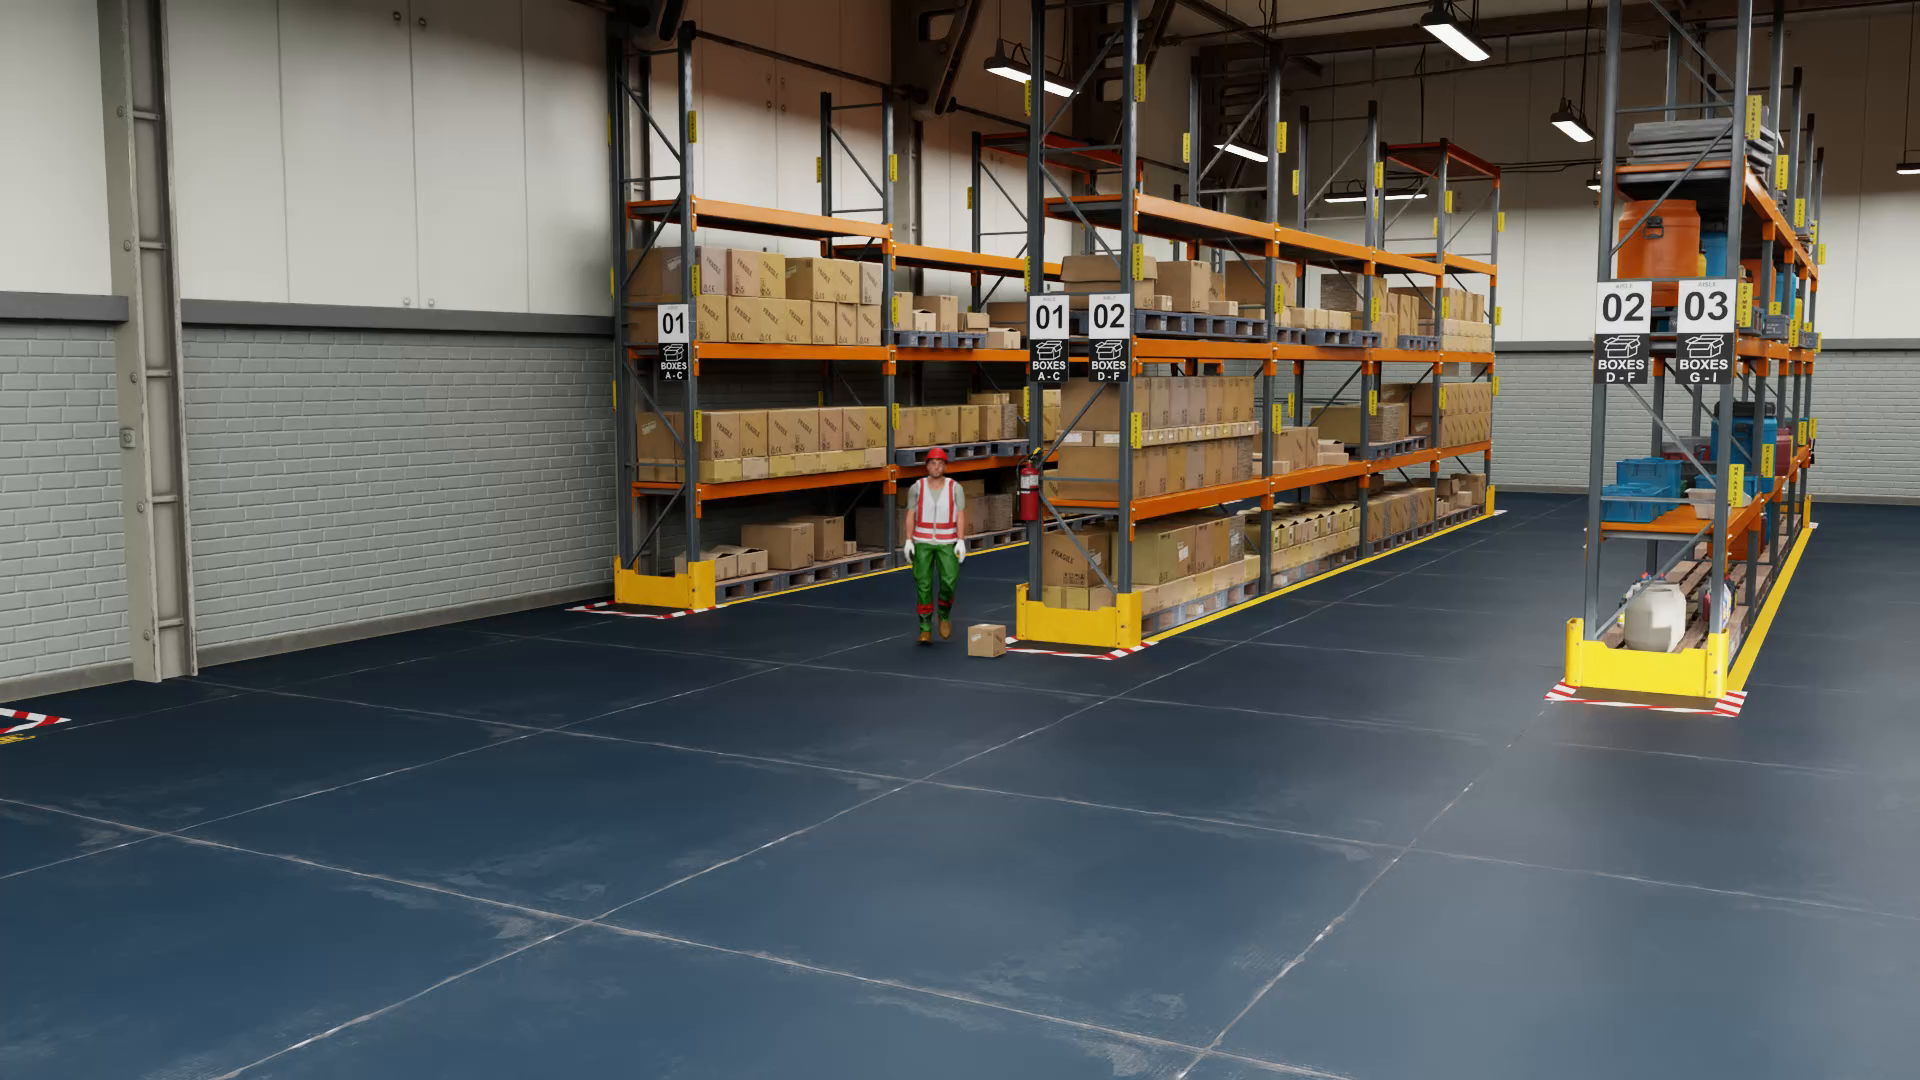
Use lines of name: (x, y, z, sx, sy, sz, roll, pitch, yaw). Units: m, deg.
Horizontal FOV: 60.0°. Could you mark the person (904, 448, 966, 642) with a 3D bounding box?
person: (-0.231, 0.044, 15.277, 0.568, 1.786, 0.479, 0, 6, 2)
